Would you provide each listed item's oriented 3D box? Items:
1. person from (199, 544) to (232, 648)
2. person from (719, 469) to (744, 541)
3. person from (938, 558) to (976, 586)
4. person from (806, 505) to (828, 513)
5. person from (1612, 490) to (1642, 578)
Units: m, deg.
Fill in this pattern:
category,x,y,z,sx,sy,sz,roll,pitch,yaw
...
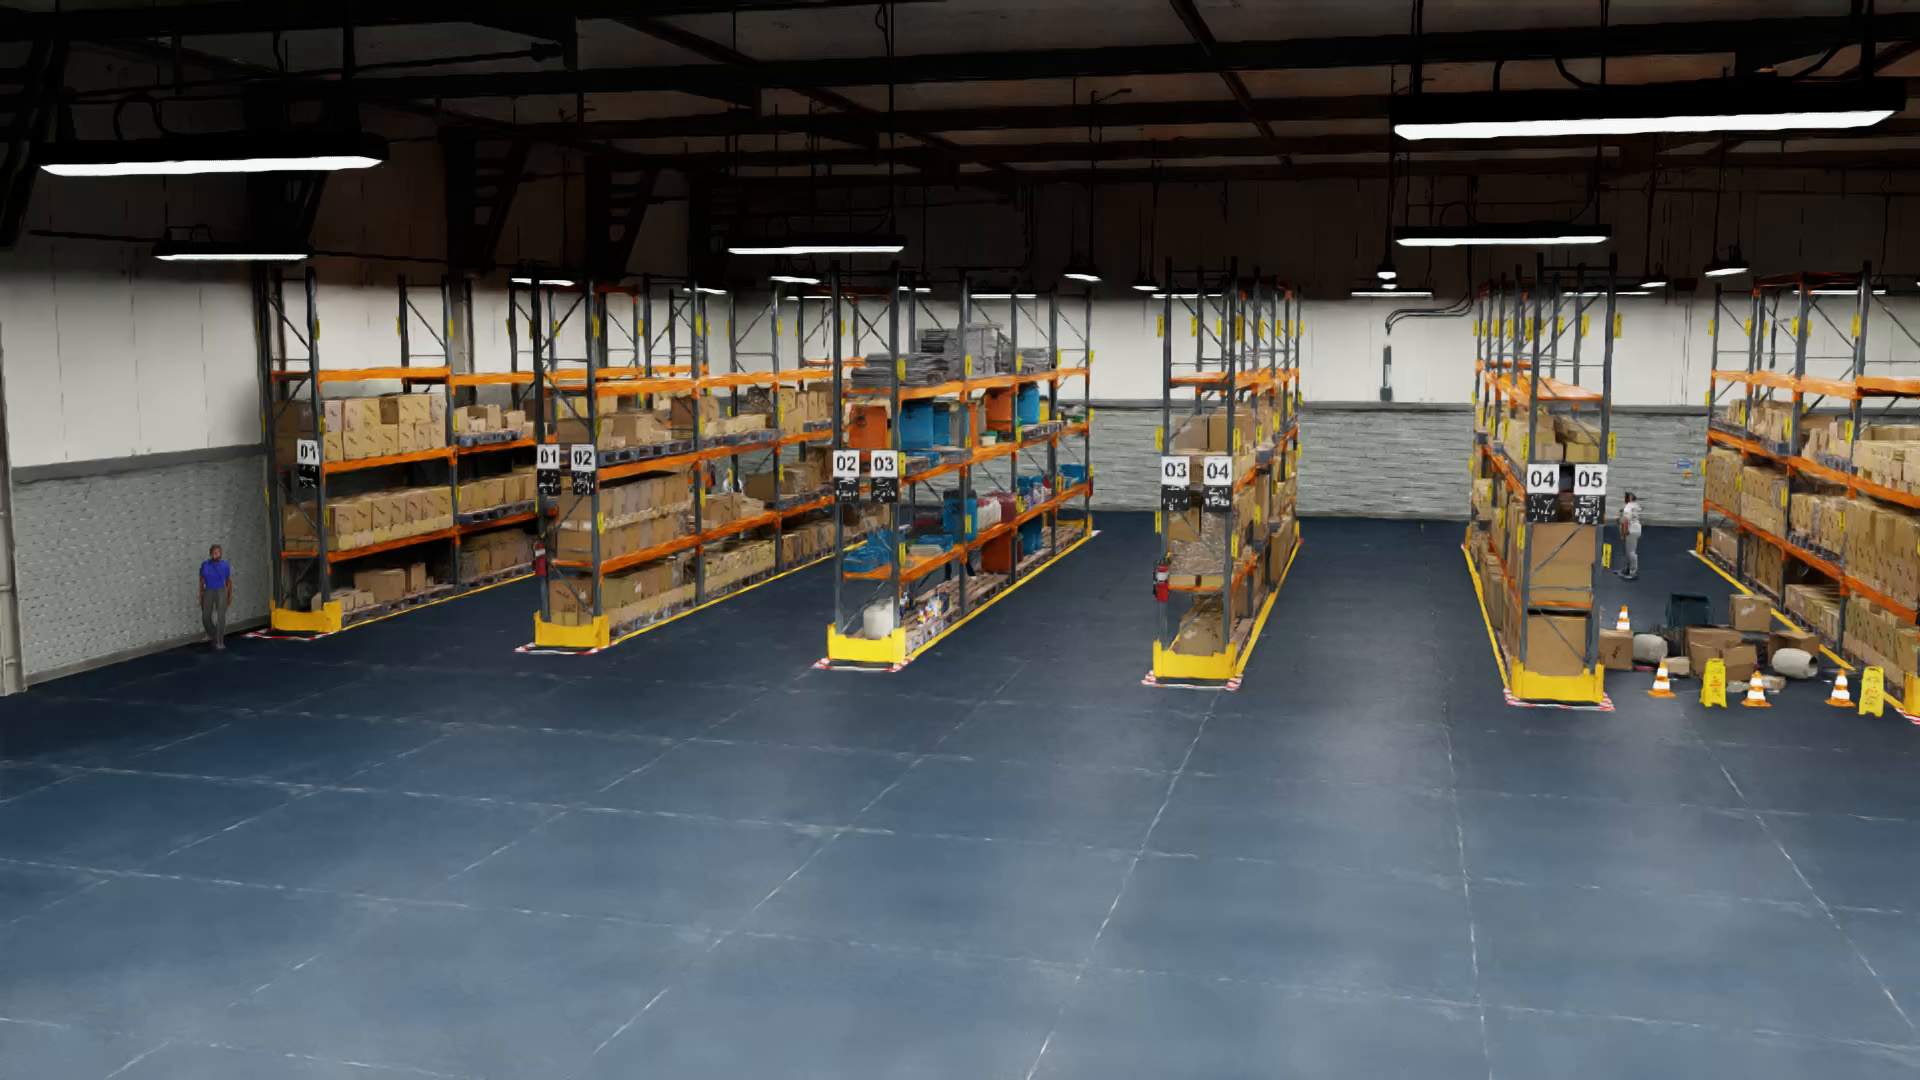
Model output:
category,x,y,z,sx,sy,sz,roll,pitch,yaw
person,-11.776,0.868,26.262,0.517,1.646,0.528,-3,8,-22
person,-5.370,-0.835,39.267,0.603,1.725,1.110,2,7,14
person,-0.036,0.115,31.894,0.462,1.556,0.870,5,9,37
person,-3.875,-1.578,45.162,0.721,1.717,0.546,-4,8,-26
person,13.481,-0.134,33.573,0.597,1.746,0.668,6,9,39
